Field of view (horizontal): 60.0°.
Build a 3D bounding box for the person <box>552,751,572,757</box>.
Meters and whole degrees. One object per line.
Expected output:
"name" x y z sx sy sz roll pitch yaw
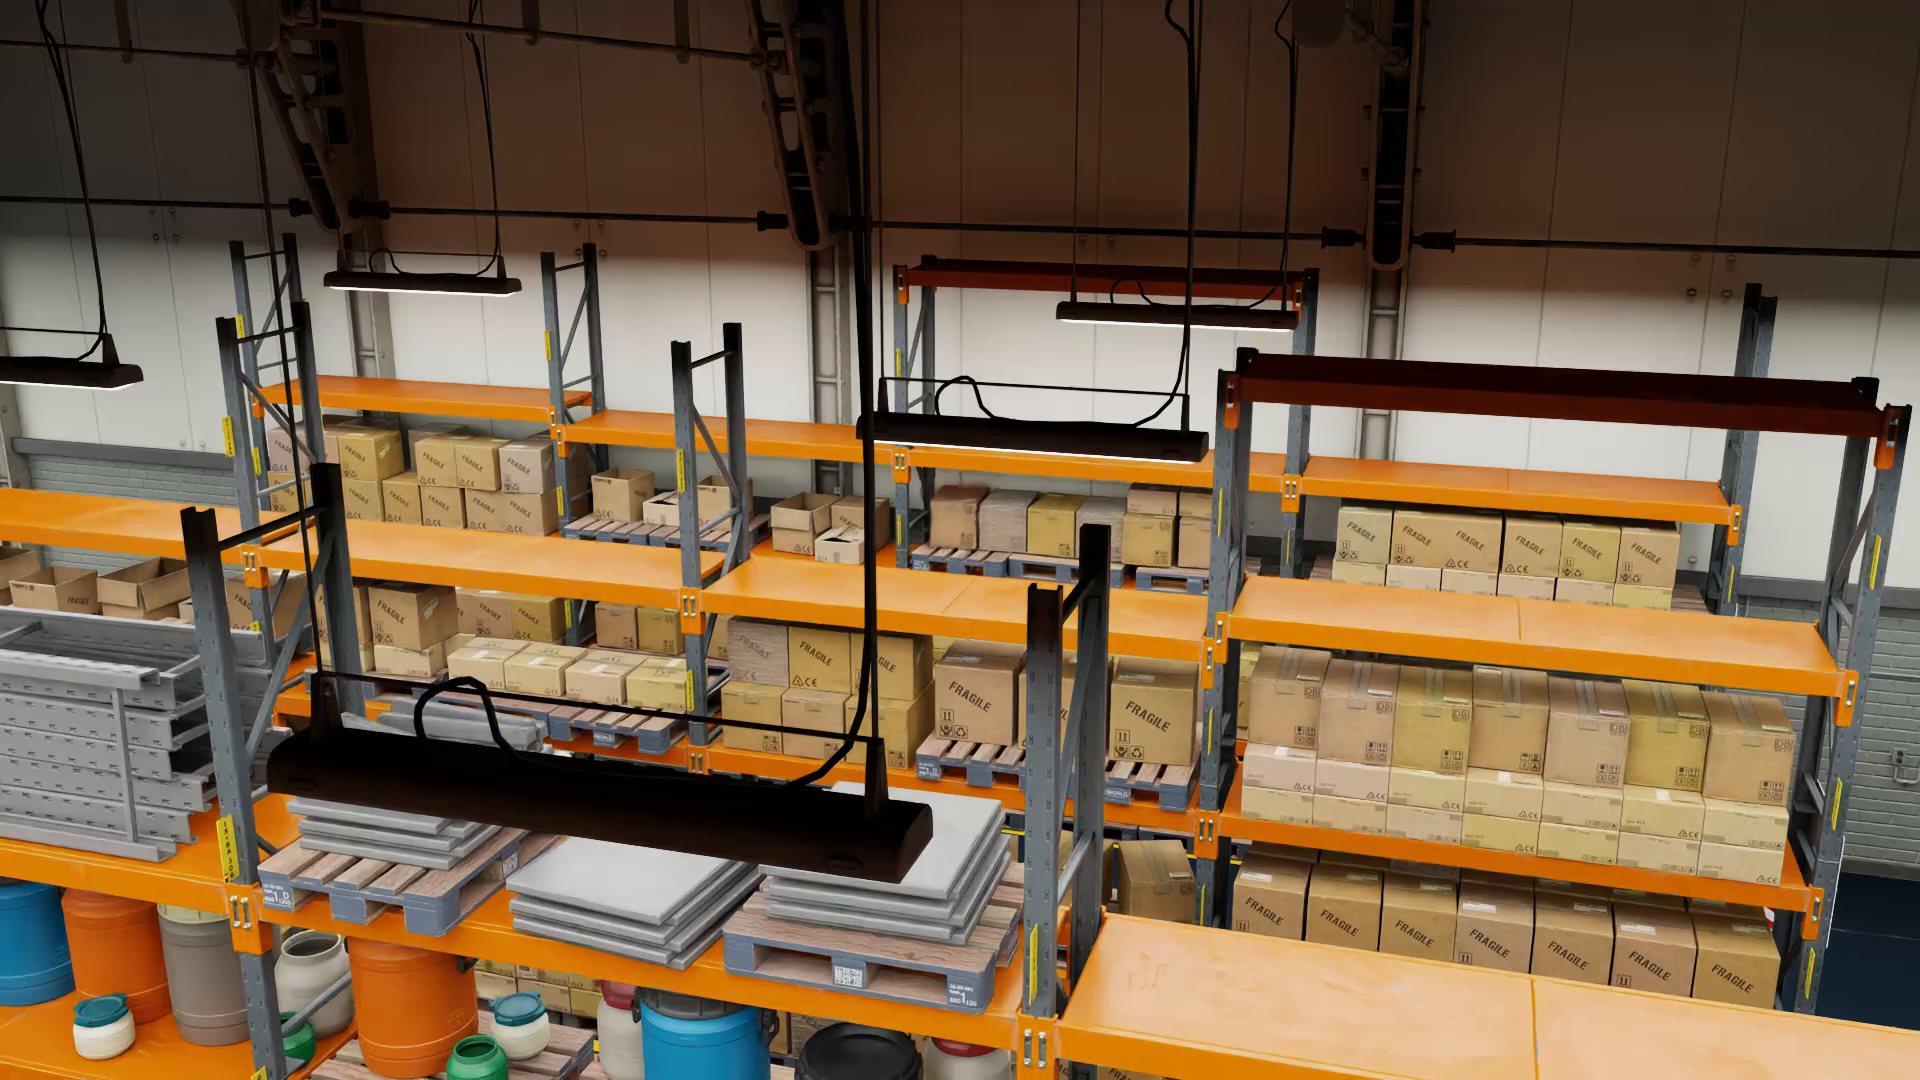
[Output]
"person" -4.079 2.650 16.357 0.882 1.737 0.600 11 19 34
